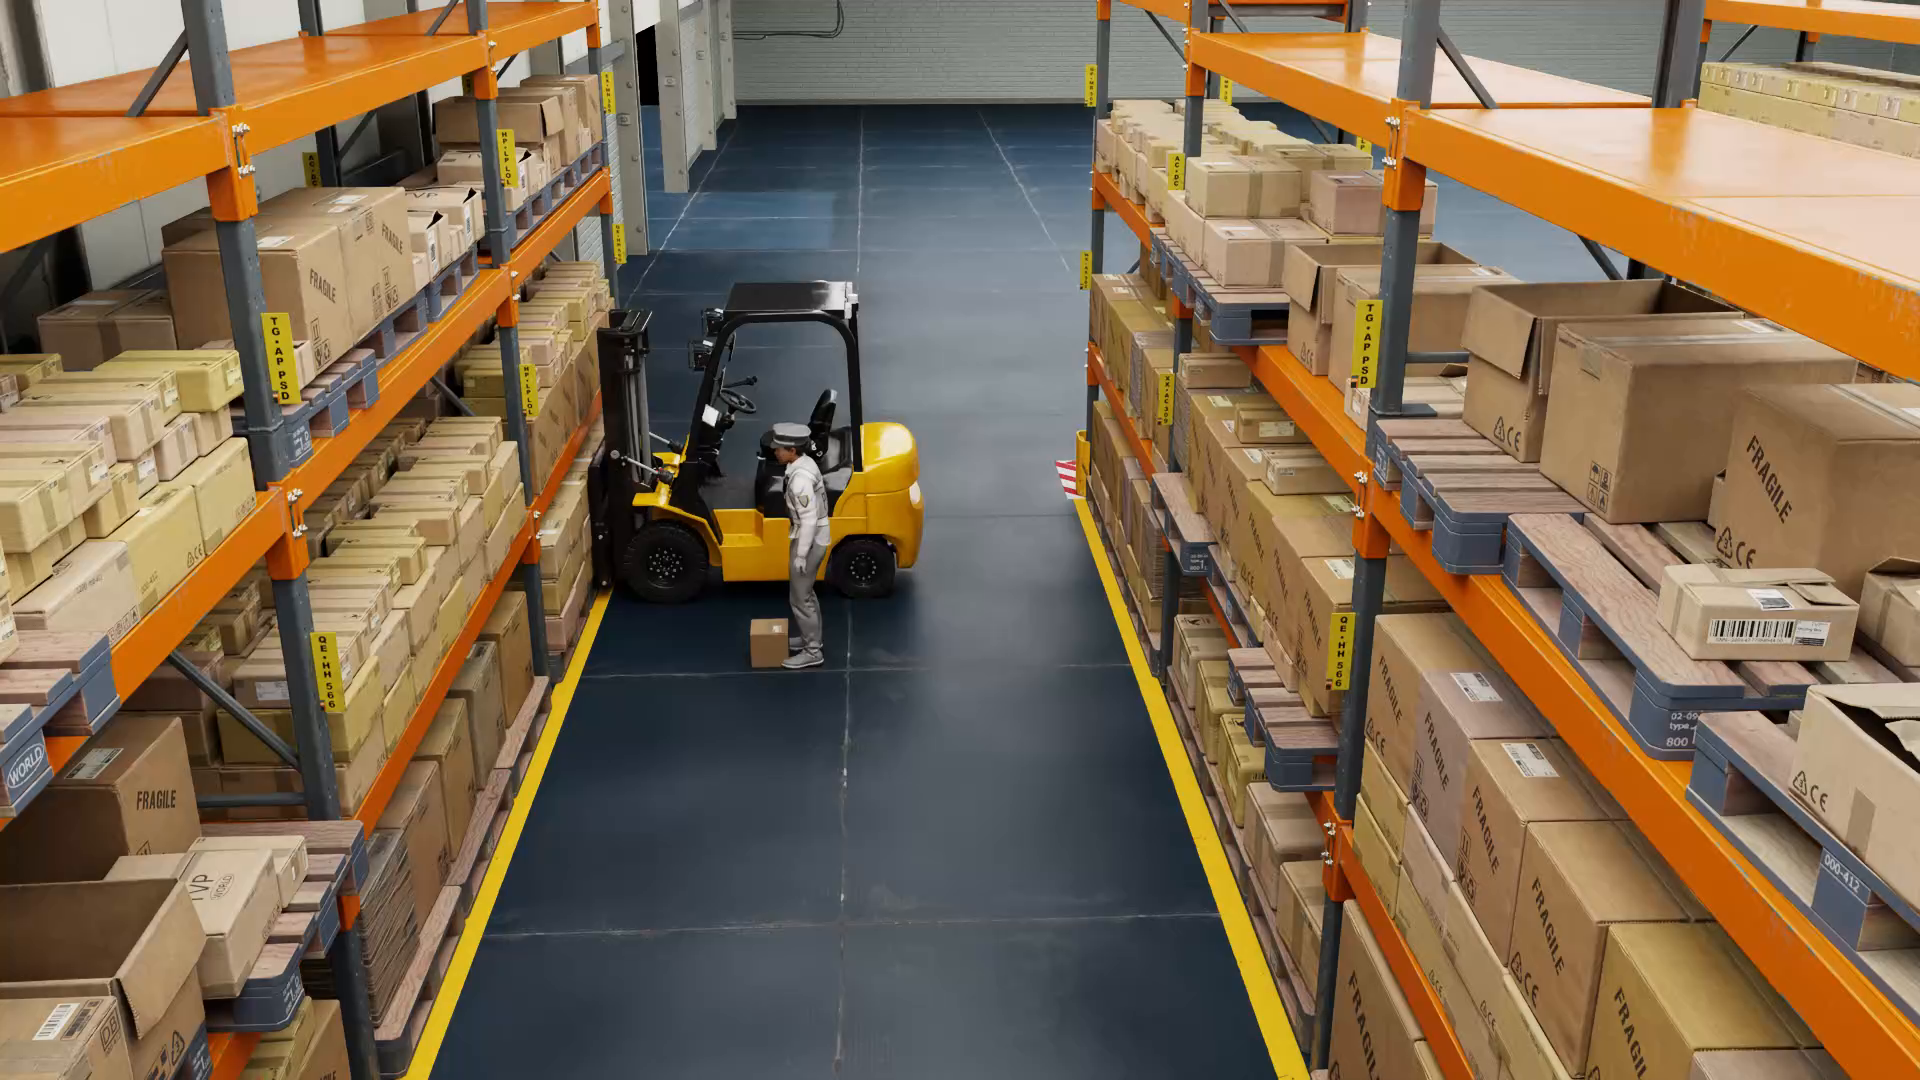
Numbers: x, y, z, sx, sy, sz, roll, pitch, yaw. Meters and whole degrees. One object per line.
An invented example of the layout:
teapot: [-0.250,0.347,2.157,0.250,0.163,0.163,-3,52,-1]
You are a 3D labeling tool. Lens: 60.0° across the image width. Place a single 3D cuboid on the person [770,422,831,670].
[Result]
person: [-1.039,0.030,10.996,0.373,1.661,0.536,-2,21,-6]
